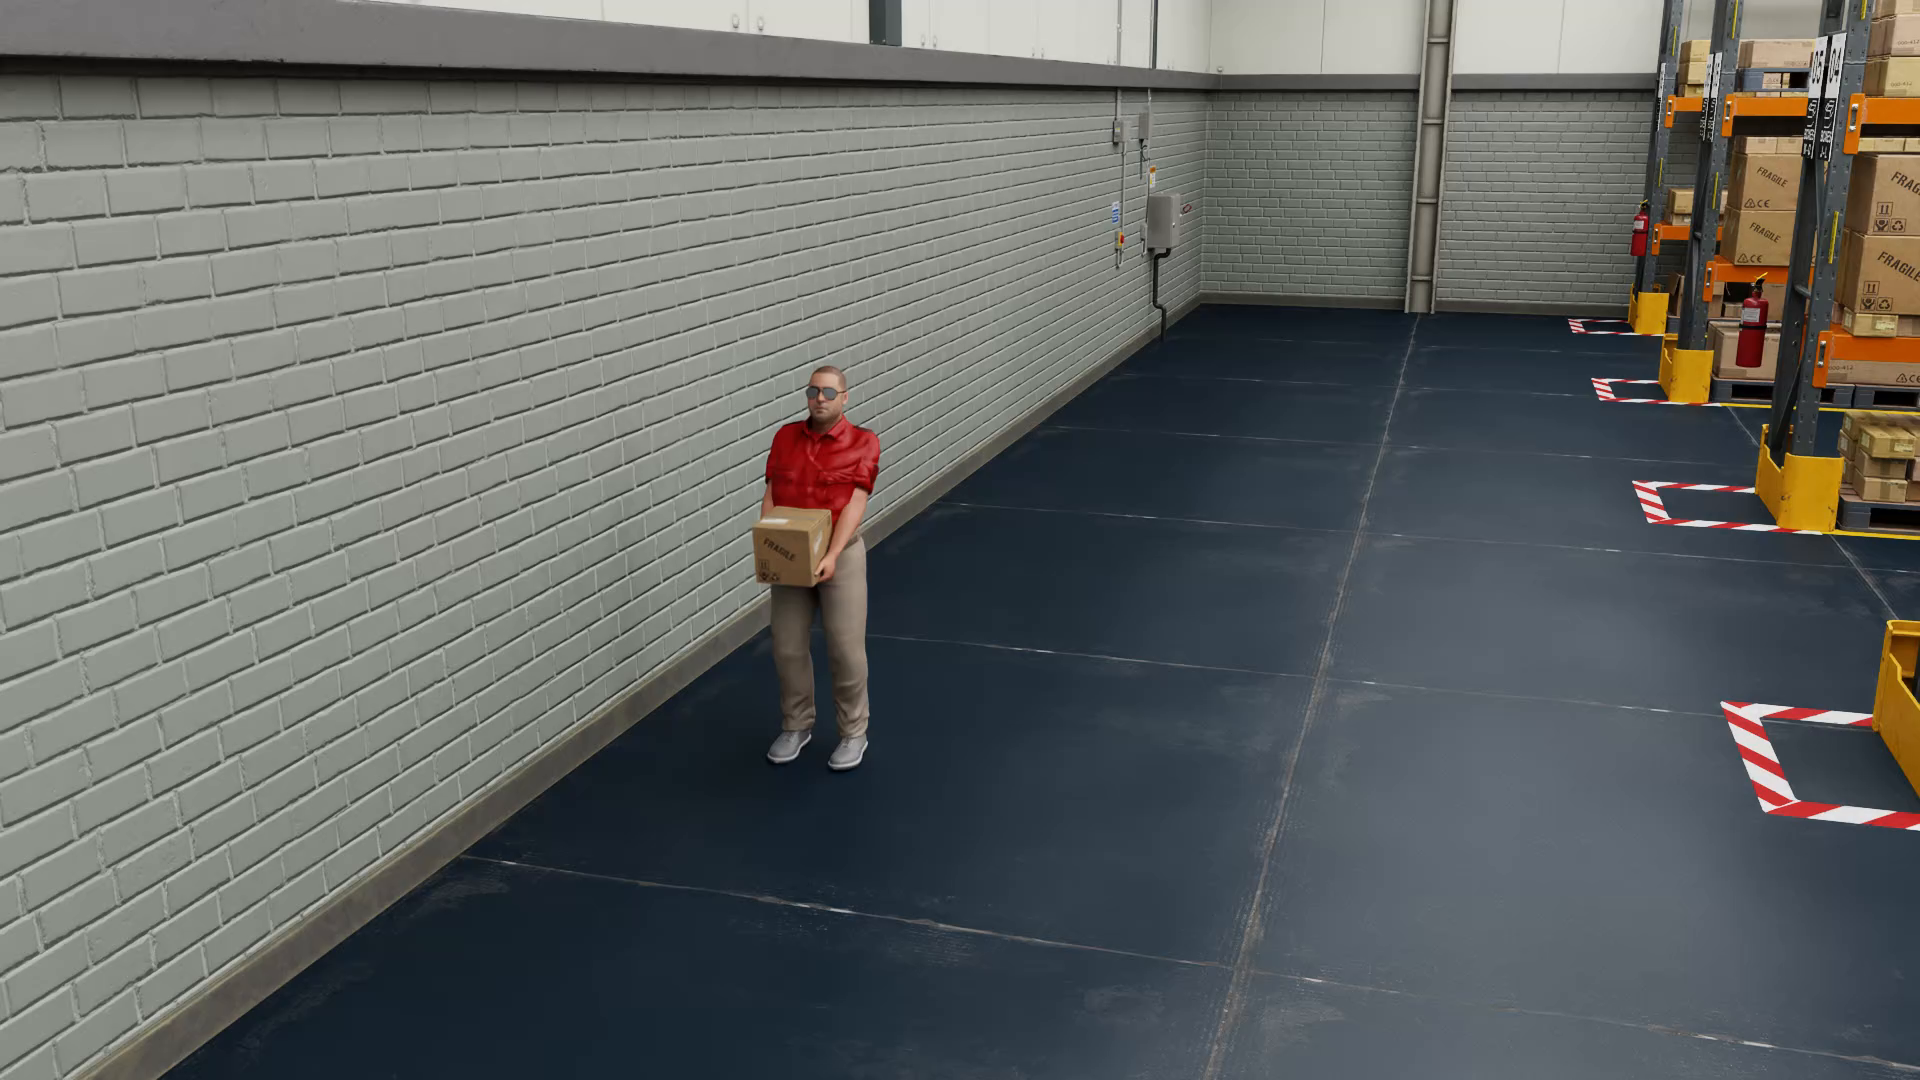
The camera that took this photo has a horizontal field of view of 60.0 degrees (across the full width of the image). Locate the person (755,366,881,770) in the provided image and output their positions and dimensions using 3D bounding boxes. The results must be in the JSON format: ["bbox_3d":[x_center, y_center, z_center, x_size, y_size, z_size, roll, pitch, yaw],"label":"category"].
[{"bbox_3d":[-0.617,0.136,7.061,0.493,1.712,0.538,5,16,17],"label":"person"}]
